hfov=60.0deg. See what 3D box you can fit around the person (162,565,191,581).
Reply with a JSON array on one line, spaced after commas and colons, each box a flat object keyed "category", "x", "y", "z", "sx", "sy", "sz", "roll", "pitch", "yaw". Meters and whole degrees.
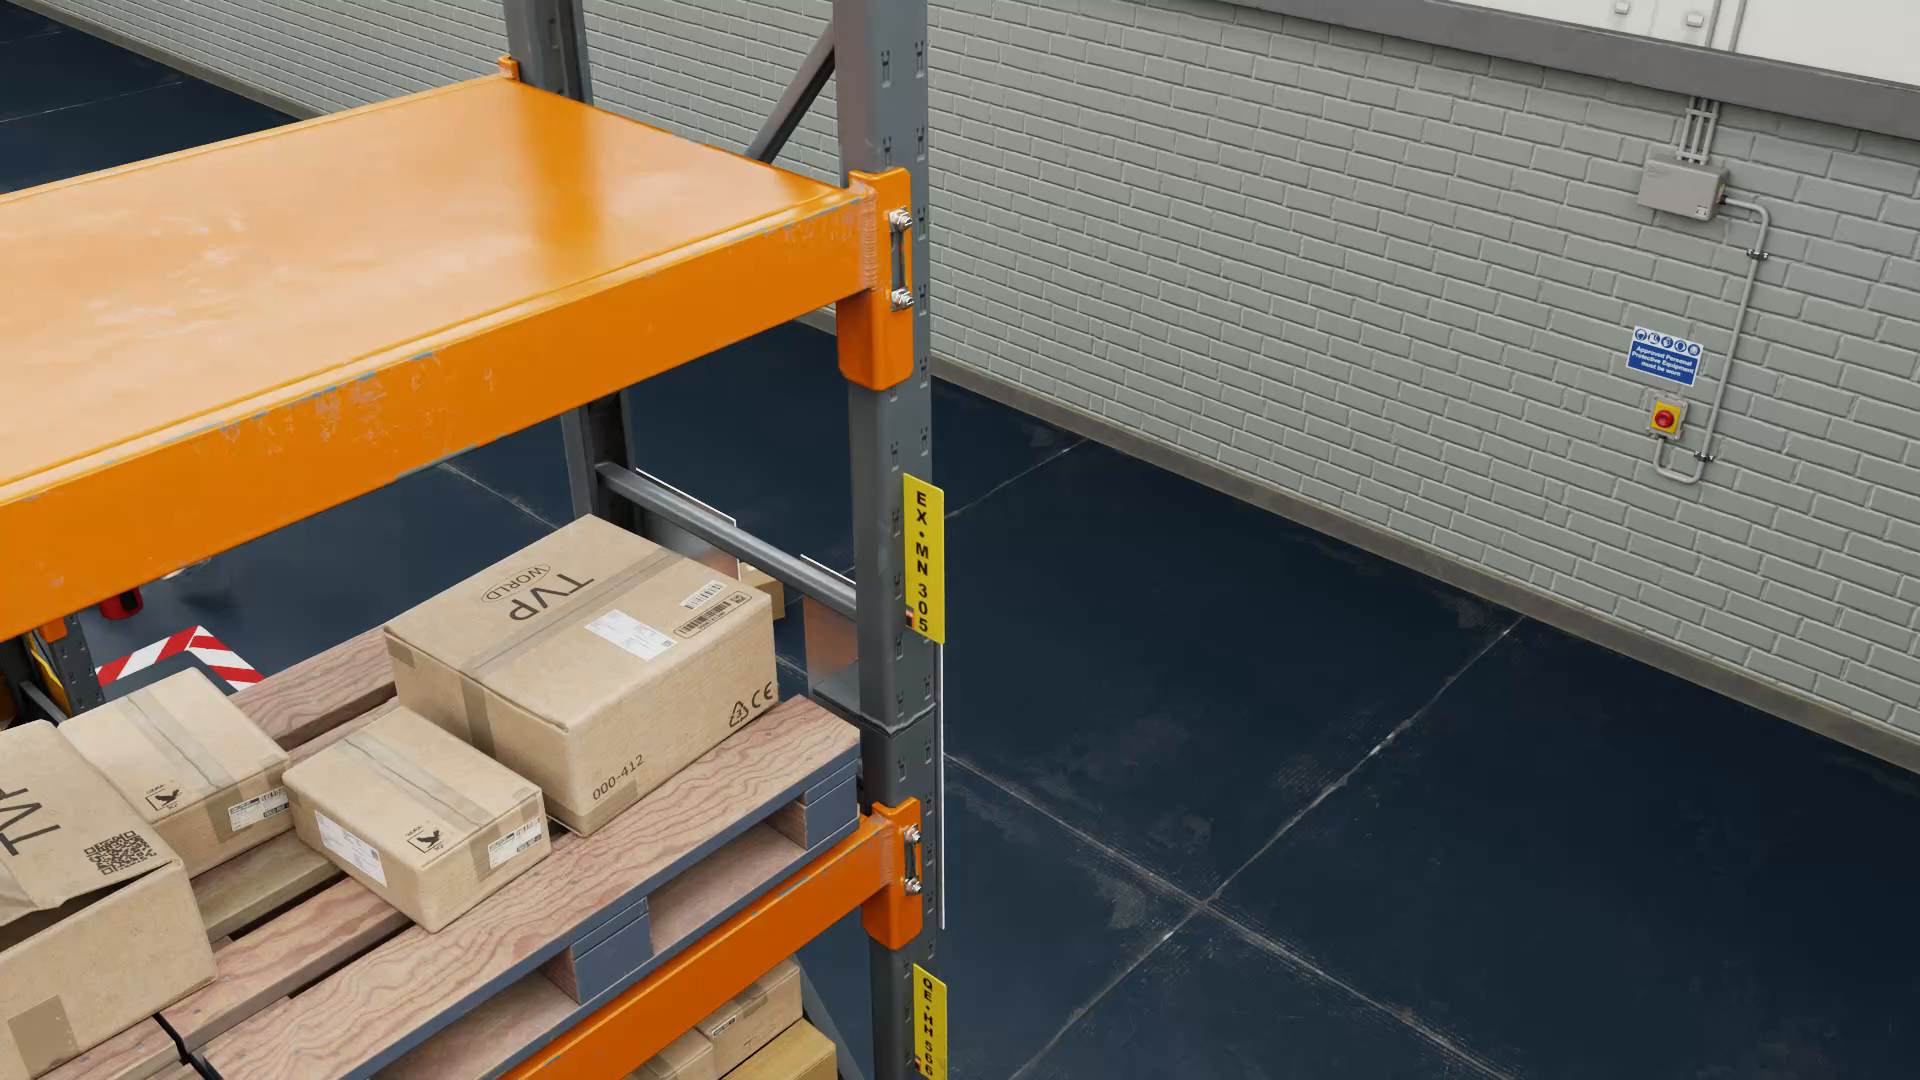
[{"category": "person", "x": -4.545, "y": -0.408, "z": 8.647, "sx": 0.884, "sy": 1.649, "sz": 0.434, "roll": 4, "pitch": 32, "yaw": 7}]
